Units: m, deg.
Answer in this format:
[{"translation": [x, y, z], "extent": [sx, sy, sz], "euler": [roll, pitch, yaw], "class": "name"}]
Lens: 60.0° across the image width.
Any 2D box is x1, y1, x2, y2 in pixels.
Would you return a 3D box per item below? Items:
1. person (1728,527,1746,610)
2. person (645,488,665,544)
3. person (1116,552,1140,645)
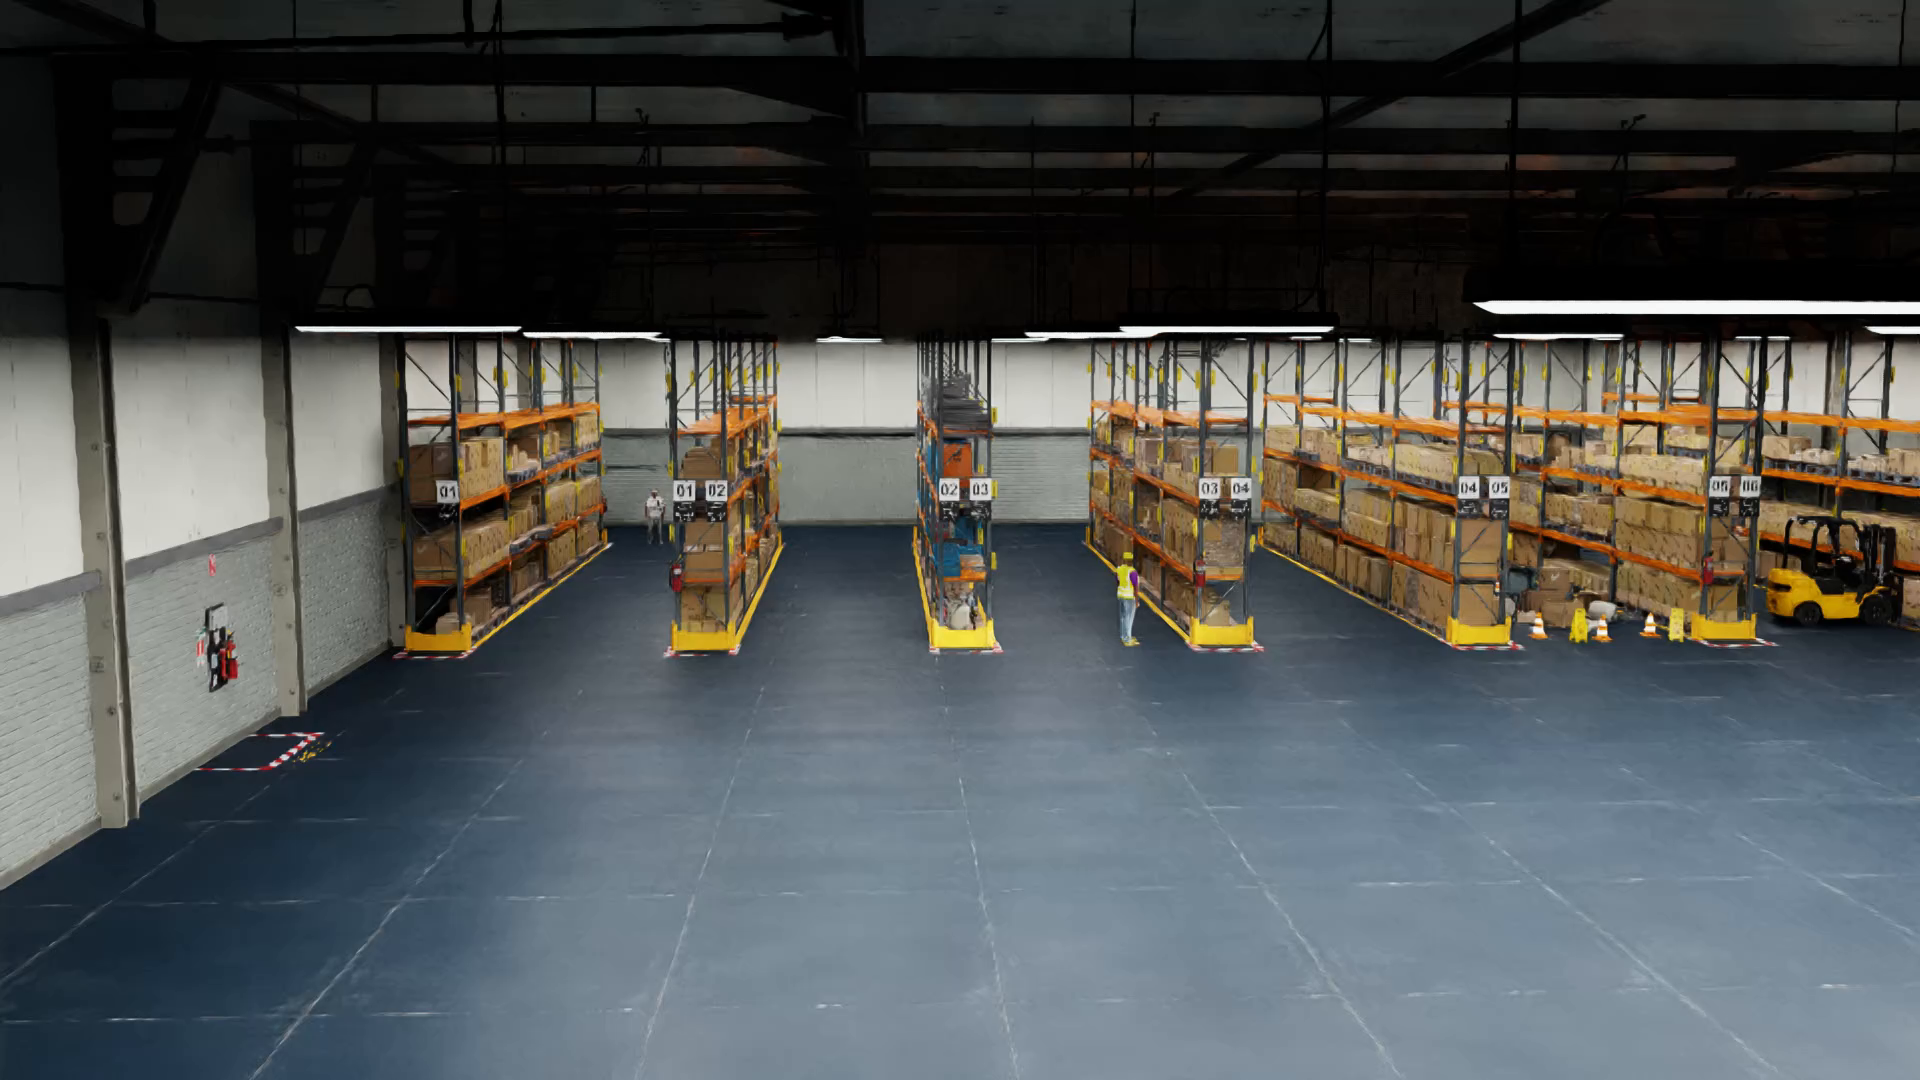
[{"translation": [16.702, 0.600, 35.917], "extent": [0.591, 1.778, 0.675], "euler": [3, 7, 22], "class": "person"}, {"translation": [-8.732, -0.687, 47.622], "extent": [0.592, 1.629, 0.532], "euler": [-1, 7, -5], "class": "person"}, {"translation": [3.235, 1.093, 31.735], "extent": [0.453, 1.768, 0.632], "euler": [-4, 8, -31], "class": "person"}]
